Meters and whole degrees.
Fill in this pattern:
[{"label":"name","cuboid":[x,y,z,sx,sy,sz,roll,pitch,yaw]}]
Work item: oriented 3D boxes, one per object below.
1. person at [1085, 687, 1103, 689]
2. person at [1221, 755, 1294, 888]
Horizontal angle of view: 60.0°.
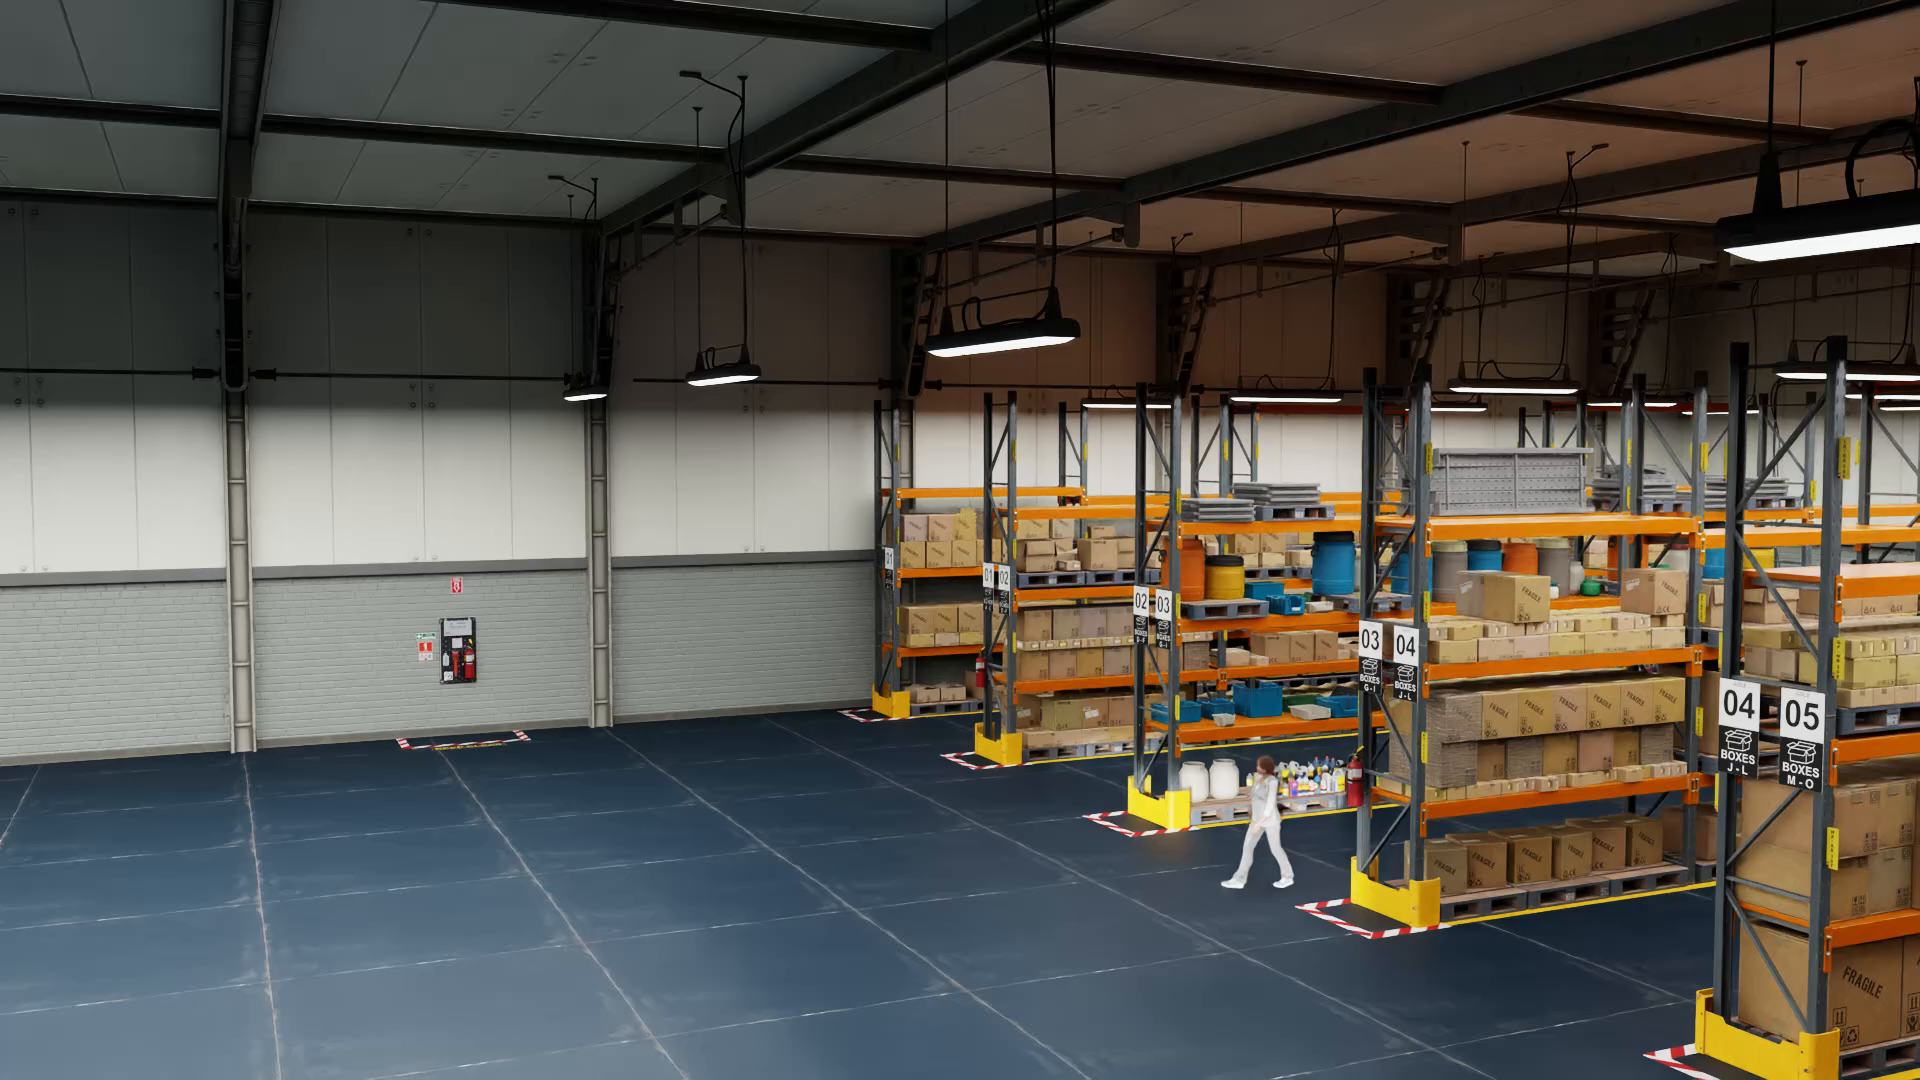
[{"label":"person","cuboid":[2.448,2.604,30.514,1.009,1.530,0.397,-2,4,-33]},{"label":"person","cuboid":[3.467,3.252,19.145,0.907,1.555,0.426,-2,4,-25]}]
